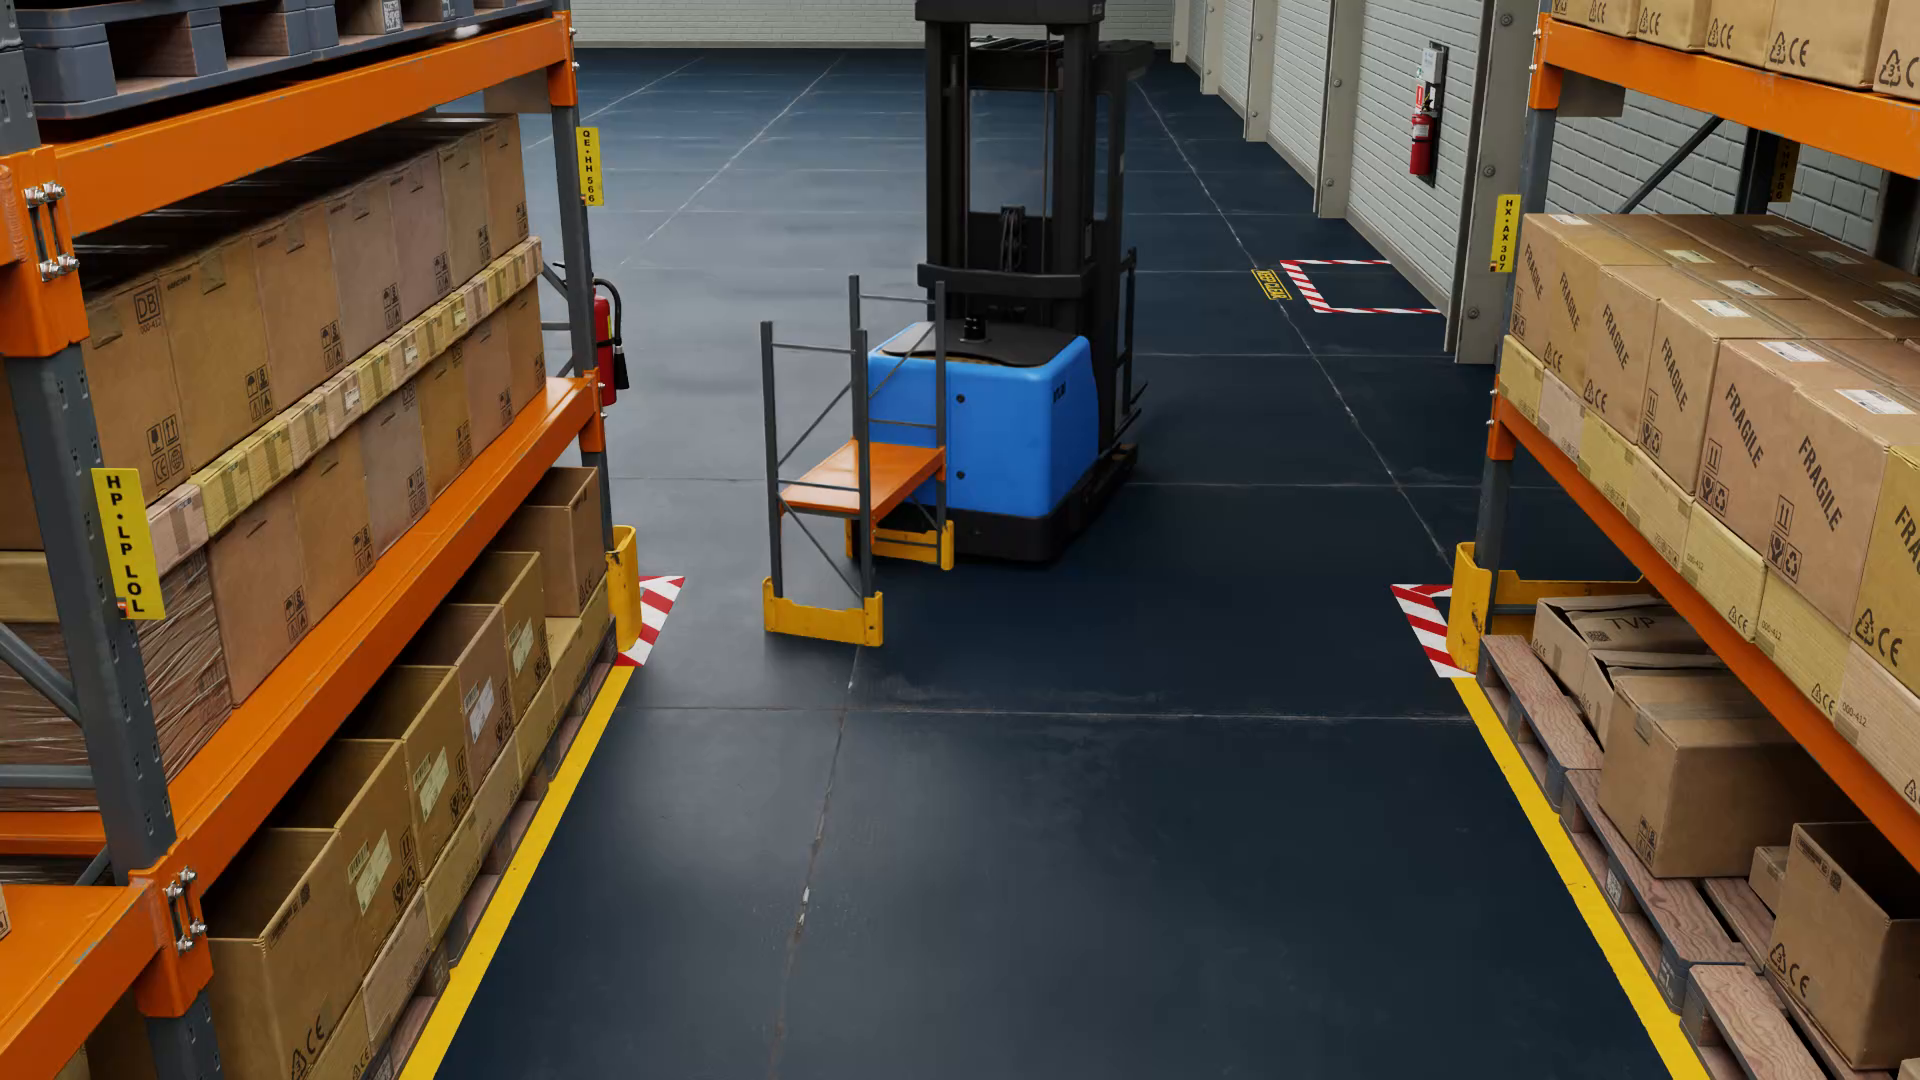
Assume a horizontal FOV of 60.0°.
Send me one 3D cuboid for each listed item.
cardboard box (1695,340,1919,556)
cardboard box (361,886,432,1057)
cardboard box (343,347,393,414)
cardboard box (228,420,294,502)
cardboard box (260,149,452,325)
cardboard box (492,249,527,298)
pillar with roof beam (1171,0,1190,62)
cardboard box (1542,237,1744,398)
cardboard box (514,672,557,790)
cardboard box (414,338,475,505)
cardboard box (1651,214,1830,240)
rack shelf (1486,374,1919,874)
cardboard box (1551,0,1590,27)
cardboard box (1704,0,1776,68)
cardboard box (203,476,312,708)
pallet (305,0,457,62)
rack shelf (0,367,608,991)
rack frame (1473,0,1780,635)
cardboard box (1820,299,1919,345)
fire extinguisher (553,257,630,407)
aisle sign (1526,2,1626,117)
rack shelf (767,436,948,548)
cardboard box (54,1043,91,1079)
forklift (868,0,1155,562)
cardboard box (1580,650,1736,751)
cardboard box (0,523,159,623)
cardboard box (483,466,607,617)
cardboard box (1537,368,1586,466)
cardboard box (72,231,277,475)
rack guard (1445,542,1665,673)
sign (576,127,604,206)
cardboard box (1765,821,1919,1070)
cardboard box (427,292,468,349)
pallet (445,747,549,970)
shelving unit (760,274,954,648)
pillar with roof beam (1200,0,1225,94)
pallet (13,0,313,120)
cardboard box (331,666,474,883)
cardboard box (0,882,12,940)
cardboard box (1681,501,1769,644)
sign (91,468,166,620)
[{"bbox_3d":[2.465,-0.262,4.700,0.500,0.500,0.500,0,21,0],"label":"cardboard box"},{"bbox_3d":[-1.890,1.252,4.876,0.500,0.250,0.500,1,21,2],"label":"cardboard box"},{"bbox_3d":[-1.982,-0.493,5.119,0.380,0.149,0.250,0,21,1],"label":"cardboard box"},{"bbox_3d":[-2.005,-0.212,4.394,0.380,0.149,0.250,0,21,1],"label":"cardboard box"},{"bbox_3d":[-2.159,-1.027,5.596,0.700,0.500,0.500,1,21,2],"label":"cardboard box"},{"bbox_3d":[-1.933,-1.050,6.552,0.380,0.149,0.250,1,21,3],"label":"cardboard box"},{"bbox_3d":[0.299,-14.311,33.472,9.100,9.000,0.400,1,21,2],"label":"pillar with roof beam"},{"bbox_3d":[2.506,-0.823,6.147,0.500,0.500,0.500,1,21,2],"label":"cardboard box"},{"bbox_3d":[-1.843,0.710,6.274,0.500,0.250,0.500,1,21,2],"label":"cardboard box"},{"bbox_3d":[-2.165,-0.444,5.888,0.700,0.500,0.500,1,21,2],"label":"cardboard box"},{"bbox_3d":[3.044,-0.998,6.599,0.500,0.500,0.500,0,21,1],"label":"cardboard box"},{"bbox_3d":[2.785,0.176,5.422,1.077,0.370,4.000,1,21,2],"label":"rack shelf"},{"bbox_3d":[2.586,-2.218,6.287,0.500,0.500,0.500,1,21,3],"label":"cardboard box"},{"bbox_3d":[2.527,-1.643,4.804,0.500,0.500,0.500,2,21,5],"label":"cardboard box"},{"bbox_3d":[-2.210,0.113,4.453,0.700,0.500,0.500,0,21,1],"label":"cardboard box"},{"bbox_3d":[-2.187,-1.595,4.968,1.003,0.211,1.213,1,21,2],"label":"pallet"},{"bbox_3d":[-2.166,0.123,5.559,1.077,0.370,4.000,1,21,2],"label":"rack shelf"},{"bbox_3d":[2.846,-0.882,7.156,1.000,3.000,0.127,1,21,2],"label":"rack frame"},{"bbox_3d":[2.992,-0.448,5.179,0.500,0.500,0.500,1,21,2],"label":"cardboard box"},{"bbox_3d":[-1.638,-0.937,7.404,0.296,0.674,0.183,1,21,2],"label":"fire extinguisher"},{"bbox_3d":[2.548,-2.124,6.761,0.394,0.787,0.004,1,21,2],"label":"aisle sign"},{"bbox_3d":[-0.478,-0.251,8.099,0.538,0.185,1.000,7,22,18],"label":"rack shelf"},{"bbox_3d":[-2.432,1.427,4.425,0.500,0.250,0.500,1,21,2],"label":"cardboard box"},{"bbox_3d":[0.443,-1.756,9.503,1.130,2.935,3.031,7,22,18],"label":"forklift"},{"bbox_3d":[2.718,0.621,6.389,0.500,0.311,0.500,2,21,6],"label":"cardboard box"},{"bbox_3d":[-2.025,0.067,3.675,0.380,0.149,0.250,1,21,2],"label":"cardboard box"},{"bbox_3d":[-1.824,-0.002,7.071,0.500,0.500,0.500,1,21,2],"label":"cardboard box"},{"bbox_3d":[2.512,-0.461,6.250,0.500,0.250,0.500,0,21,0],"label":"cardboard box"},{"bbox_3d":[-2.206,-0.484,4.197,0.700,0.500,0.500,1,21,1],"label":"cardboard box"},{"bbox_3d":[2.844,0.311,7.537,1.175,0.500,0.348,1,21,2],"label":"rack guard"},{"bbox_3d":[-1.564,-1.575,7.012,0.100,0.325,0.005,1,21,2],"label":"sign"},{"bbox_3d":[2.716,1.149,4.769,0.500,0.500,0.500,-1,21,-2],"label":"cardboard box"},{"bbox_3d":[-1.958,-0.771,5.835,0.380,0.149,0.250,1,21,3],"label":"cardboard box"},{"bbox_3d":[-2.127,1.081,5.950,1.003,0.211,1.213,1,21,2],"label":"pallet"},{"bbox_3d":[-0.481,-0.415,8.026,0.587,1.500,1.083,7,22,18],"label":"shelving unit"},{"bbox_3d":[0.116,-12.141,27.880,9.100,9.000,0.400,1,21,2],"label":"pillar with roof beam"},{"bbox_3d":[-2.227,-1.155,3.835,1.003,0.211,1.213,1,21,2],"label":"pallet"},{"bbox_3d":[-1.870,0.722,5.206,0.500,0.500,0.500,1,21,2],"label":"cardboard box"},{"bbox_3d":[-2.199,0.759,3.133,0.500,0.250,0.500,2,21,5],"label":"cardboard box"},{"bbox_3d":[2.459,0.088,4.835,0.500,0.250,0.500,1,21,1],"label":"cardboard box"},{"bbox_3d":[-1.685,0.010,3.364,0.100,0.325,0.005,1,21,2],"label":"sign"}]
